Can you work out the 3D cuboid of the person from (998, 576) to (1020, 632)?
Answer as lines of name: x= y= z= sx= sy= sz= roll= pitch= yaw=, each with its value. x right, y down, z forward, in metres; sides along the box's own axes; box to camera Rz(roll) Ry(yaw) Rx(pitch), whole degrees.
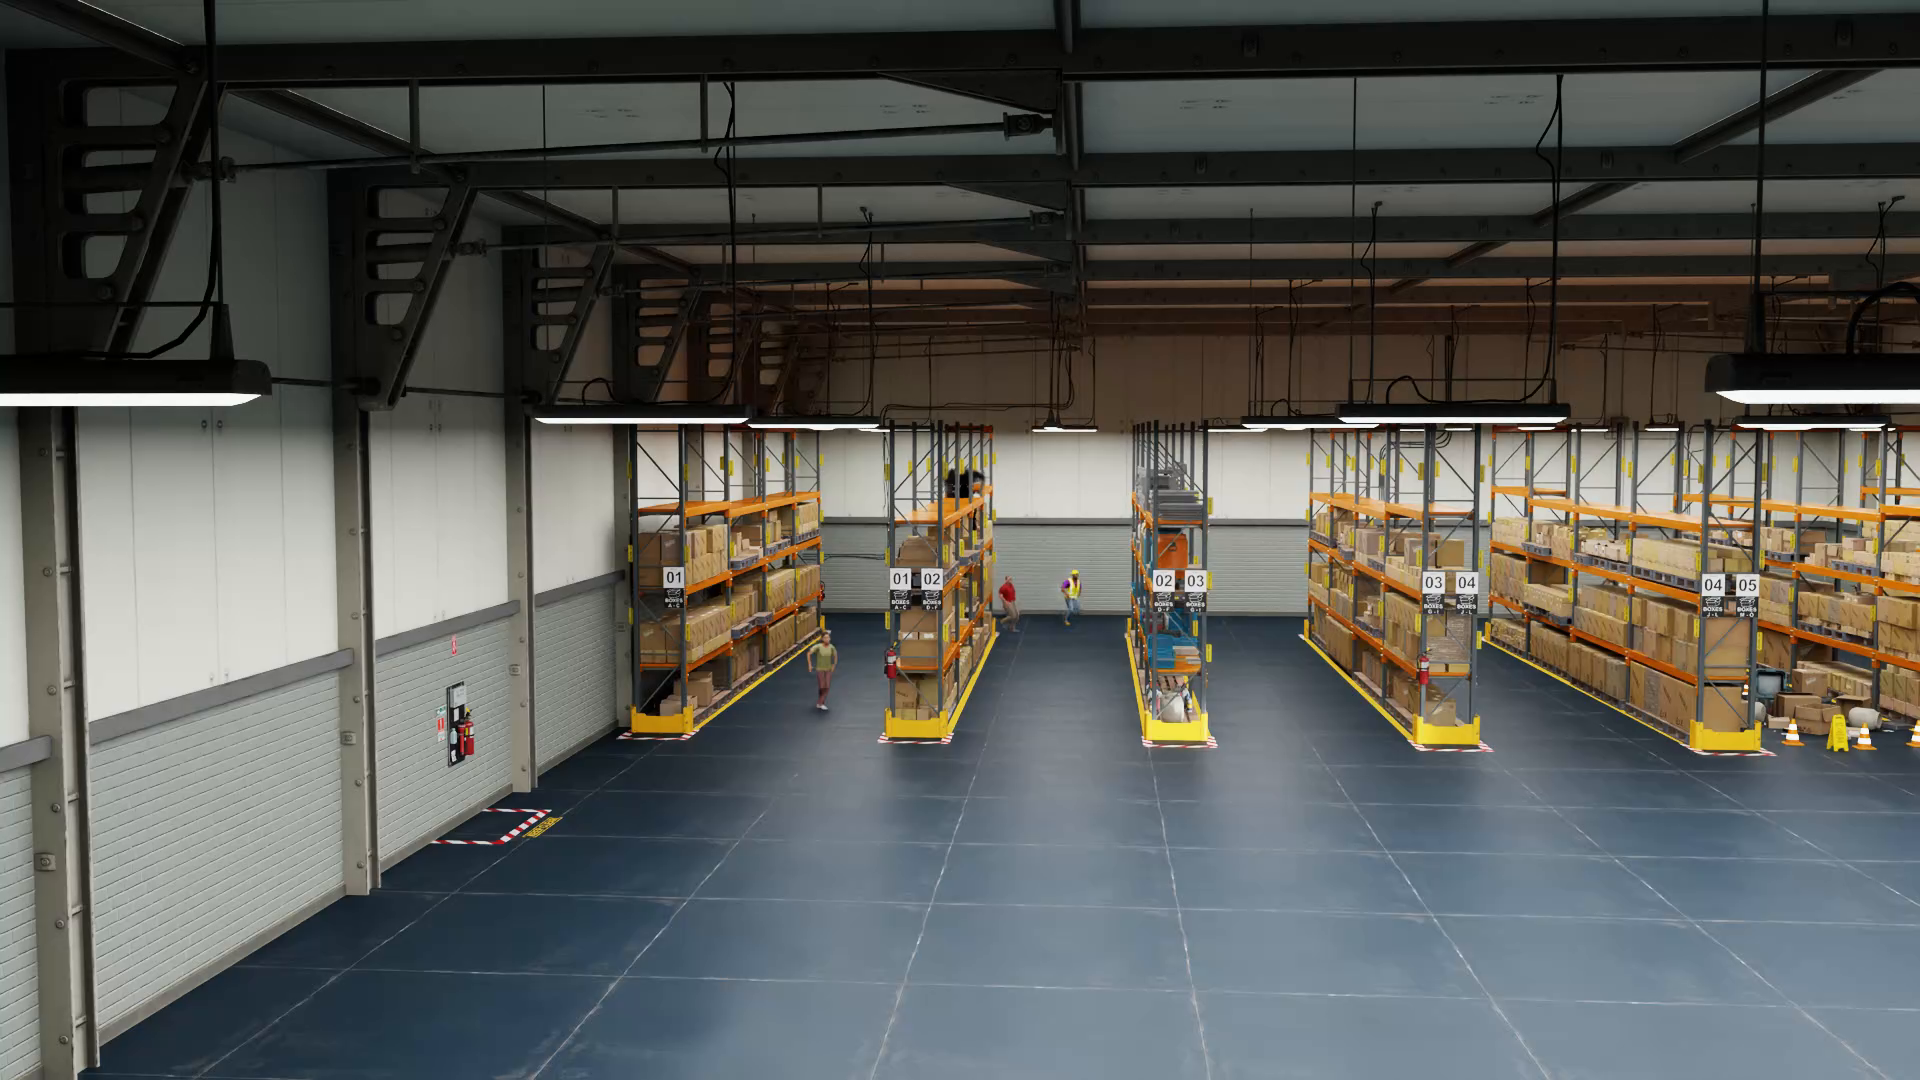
person: x=1.407 y=1.857 z=48.184 sx=0.560 sy=1.662 sz=0.709 roll=2 pitch=4 yaw=34

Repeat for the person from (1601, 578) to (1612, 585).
person: x=18.654 y=1.866 z=47.814 sx=0.848 sy=1.644 sz=0.611 roll=0 pitch=4 yaw=-2

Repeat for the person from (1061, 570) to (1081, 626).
person: x=3.398 y=1.739 z=50.100 sx=0.491 sy=1.666 sz=0.779 roll=3 pitch=5 yaw=42

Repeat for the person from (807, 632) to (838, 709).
person: x=-2.851 y=2.724 z=34.643 sx=0.647 sy=1.625 sz=0.529 roll=-1 pitch=4 yaw=-19
